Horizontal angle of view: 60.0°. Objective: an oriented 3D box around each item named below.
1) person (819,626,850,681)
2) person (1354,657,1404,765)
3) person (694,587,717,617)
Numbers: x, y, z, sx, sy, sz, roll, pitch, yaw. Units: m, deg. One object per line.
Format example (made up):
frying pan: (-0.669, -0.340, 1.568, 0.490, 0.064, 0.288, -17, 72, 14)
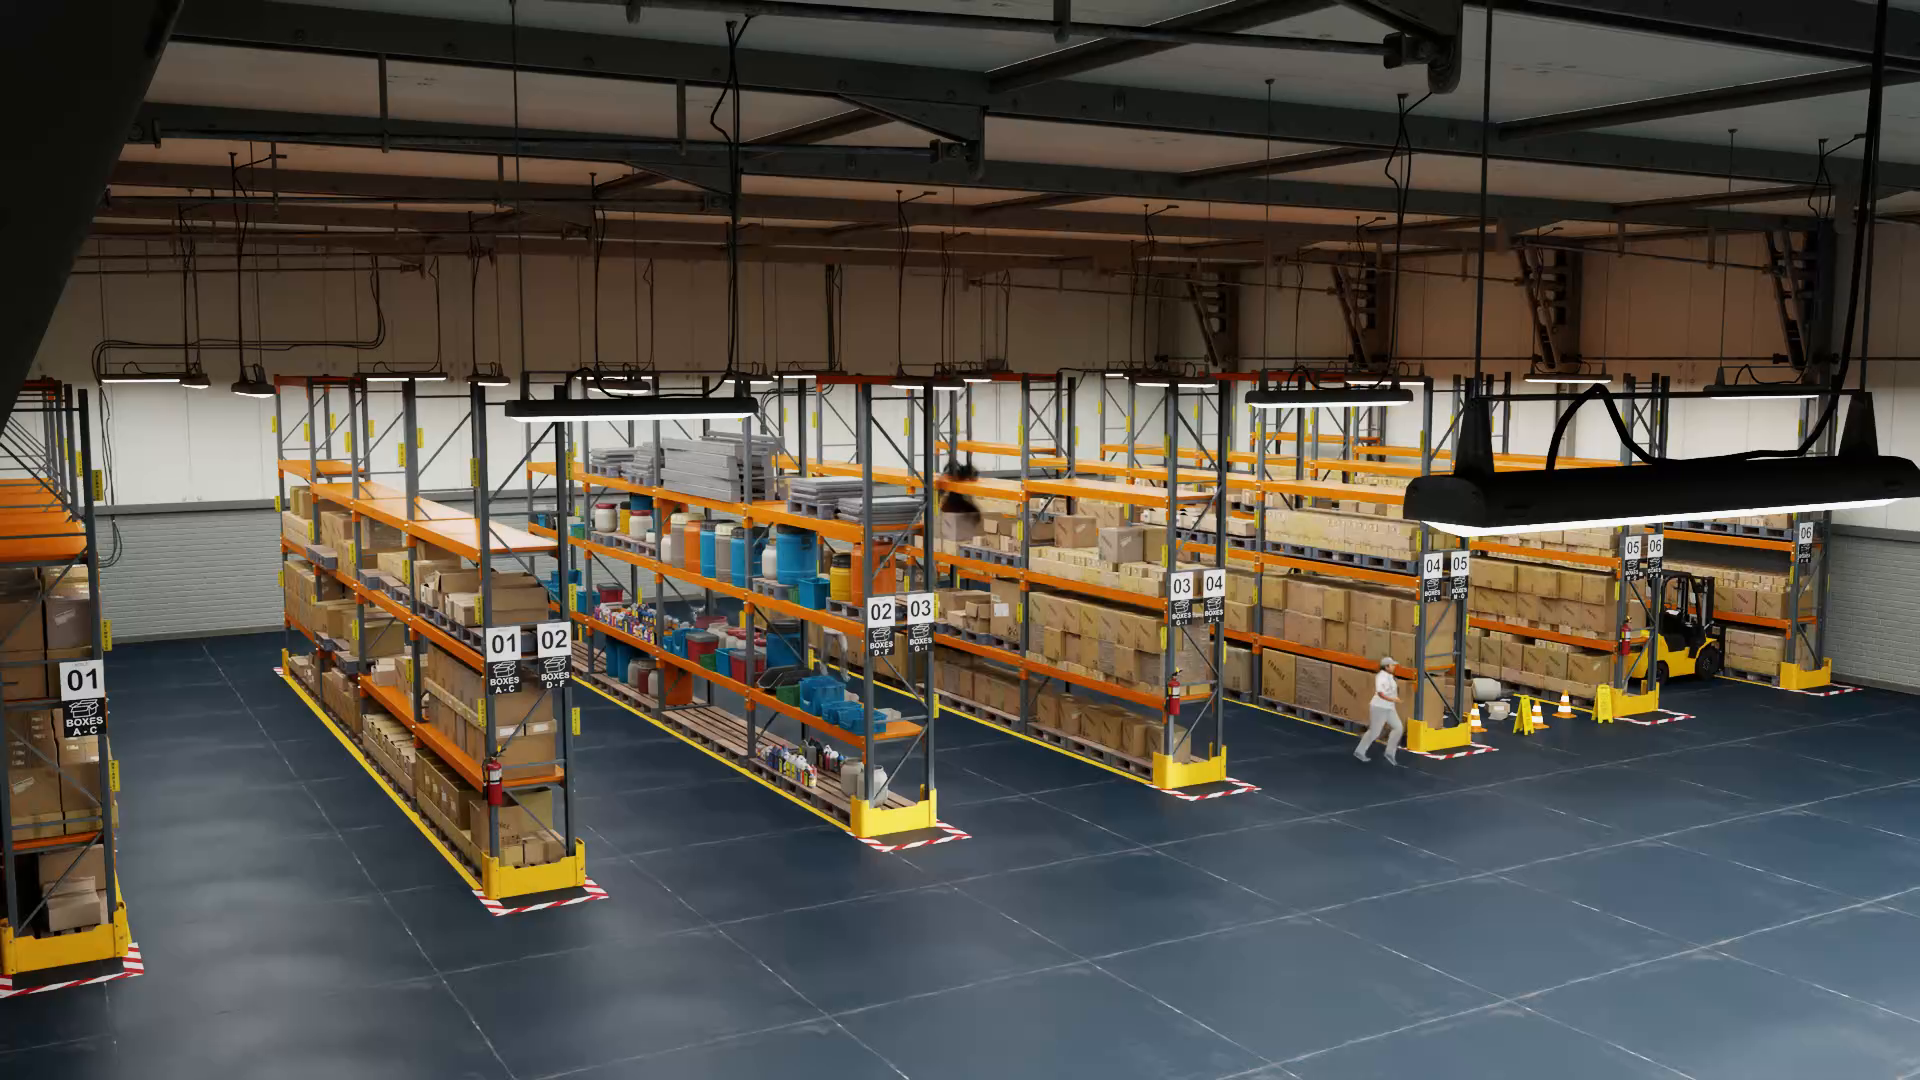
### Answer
person: (-2.409, 1.753, 31.680, 0.610, 1.790, 0.873, -3, 7, -29)
person: (6.604, 2.682, 26.029, 0.708, 1.729, 0.644, 3, 7, 28)
person: (-6.006, 1.267, 39.262, 0.567, 1.548, 0.528, -1, 6, -12)
